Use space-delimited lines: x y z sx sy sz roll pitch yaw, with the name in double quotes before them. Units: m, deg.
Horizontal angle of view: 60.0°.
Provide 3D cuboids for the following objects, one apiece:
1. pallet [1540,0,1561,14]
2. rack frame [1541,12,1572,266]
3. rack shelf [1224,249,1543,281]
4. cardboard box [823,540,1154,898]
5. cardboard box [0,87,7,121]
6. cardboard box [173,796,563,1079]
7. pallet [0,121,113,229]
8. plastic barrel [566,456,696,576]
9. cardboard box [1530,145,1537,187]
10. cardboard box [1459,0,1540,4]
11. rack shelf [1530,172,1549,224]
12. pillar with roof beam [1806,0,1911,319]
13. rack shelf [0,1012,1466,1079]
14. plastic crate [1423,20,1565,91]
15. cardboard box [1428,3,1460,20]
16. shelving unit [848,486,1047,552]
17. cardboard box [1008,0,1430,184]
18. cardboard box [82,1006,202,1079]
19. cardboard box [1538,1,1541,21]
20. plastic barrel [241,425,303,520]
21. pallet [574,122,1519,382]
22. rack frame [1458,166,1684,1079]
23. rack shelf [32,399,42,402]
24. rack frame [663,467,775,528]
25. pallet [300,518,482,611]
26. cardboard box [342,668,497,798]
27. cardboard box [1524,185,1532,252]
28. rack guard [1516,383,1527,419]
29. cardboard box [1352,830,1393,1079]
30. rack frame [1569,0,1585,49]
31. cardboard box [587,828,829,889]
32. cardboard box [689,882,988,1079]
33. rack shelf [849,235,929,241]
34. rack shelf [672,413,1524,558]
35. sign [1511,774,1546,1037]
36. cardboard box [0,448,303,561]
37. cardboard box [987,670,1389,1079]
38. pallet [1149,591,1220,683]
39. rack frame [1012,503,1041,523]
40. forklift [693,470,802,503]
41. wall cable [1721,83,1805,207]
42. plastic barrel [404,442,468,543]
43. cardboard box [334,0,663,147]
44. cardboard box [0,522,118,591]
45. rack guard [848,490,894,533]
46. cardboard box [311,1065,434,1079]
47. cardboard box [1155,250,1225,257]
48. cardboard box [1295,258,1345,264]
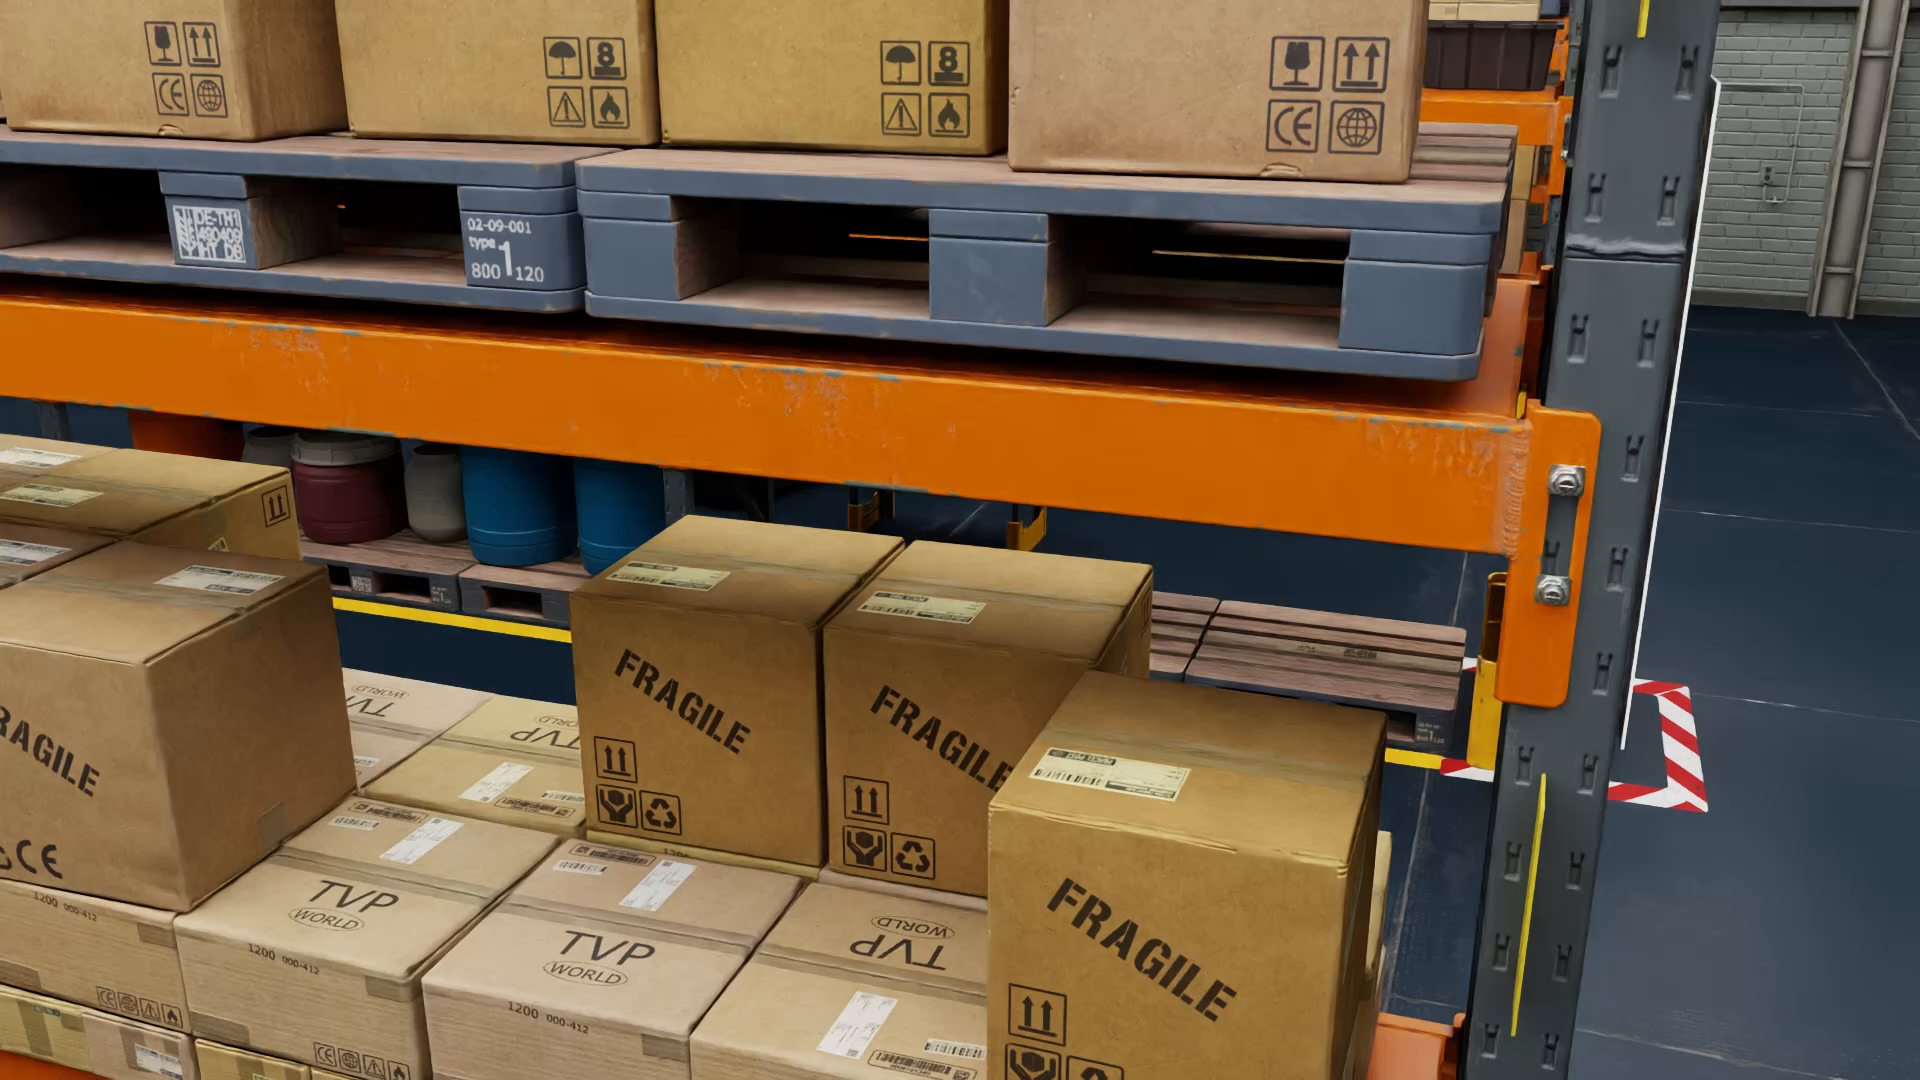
"pallet" 5.077 -5.122 15.791 1.213 0.211 1.003 7 20 18
"rack frame" 4.159 -2.130 11.630 0.127 3.000 1.000 7 20 18
"rack shelf" 2.269 -2.007 12.368 4.000 0.370 1.077 7 20 18
"cardboard box" 0.067 0.336 3.192 0.500 0.500 0.500 6 20 17
"cardboard box" -1.609 -1.066 3.079 0.500 0.500 0.700 8 21 21
"cardboard box" -1.094 0.745 3.157 0.500 0.250 0.500 7 20 18
"pallet" -2.105 -0.765 3.293 1.213 0.211 1.003 7 20 18
"plastic barrel" -1.757 -0.294 8.913 0.708 0.901 0.600 7 20 18
"cardboard box" 3.826 -2.779 11.822 0.500 0.500 0.500 7 20 20
"cardboard box" 3.590 -3.688 11.011 0.500 0.250 0.500 7 20 18
"rack shelf" 3.891 -3.547 16.788 4.000 0.370 1.077 7 20 18
"pillar with roof beam" 7.202 -5.142 11.157 0.400 9.000 9.100 7 20 18
"rack shelf" -0.985 1.073 3.533 4.000 0.370 1.077 7 20 18
"plastic crate" 2.257 -2.073 7.109 0.590 0.269 0.497 7 20 18
"cardboard box" 3.118 -3.507 11.250 0.500 0.250 0.500 7 20 18
"shelving unit" -0.072 -0.716 9.853 1.083 1.500 0.587 7 20 18
"cardboard box" 0.395 -0.799 2.313 0.500 0.500 0.700 5 20 15
"cardboard box" -1.480 0.911 3.286 0.250 0.149 0.380 7 20 19
"cardboard box" 3.757 -3.610 11.547 0.500 0.250 0.500 7 20 18
"plastic barrel" -3.997 -0.397 9.801 0.421 0.512 0.421 0 19 0
"pallet" 0.200 -0.502 2.536 1.213 0.211 1.003 7 20 18
"rack frame" 0.904 0.950 2.795 0.127 3.000 1.000 7 20 18
"rack shelf" -6.917 -1.331 10.430 4.000 0.370 1.077 7 20 18
"rack frame" -1.249 -1.023 8.453 0.127 3.000 1.000 7 20 18
"pallet" -3.120 0.067 9.564 1.213 0.211 1.003 7 20 18
"cardboard box" -1.399 0.524 3.791 0.500 0.250 0.500 7 20 19
"cardboard box" 3.826 -2.307 11.986 0.500 0.500 0.500 7 20 19
"rack guard" 4.087 -0.958 12.065 0.348 0.500 1.175 7 20 18
"cardboard box" 0.539 0.744 3.160 0.500 0.250 0.500 6 20 17
"rack frame" 2.530 -3.423 6.226 0.127 3.000 1.000 7 20 18
"cardboard box" -0.427 0.635 3.474 0.500 0.250 0.500 6 20 16
"cardboard box" -0.120 0.855 2.842 0.500 0.250 0.500 6 20 17
"rack shelf" -1.509 -2.439 13.608 4.000 0.370 1.077 7 20 18
"rack shelf" 0.640 -0.467 7.951 4.000 0.370 1.077 7 20 18
"sign" 0.713 0.458 2.086 0.005 0.325 0.100 7 20 18
"cardboard box" -1.880 0.116 3.824 0.500 0.500 0.500 7 20 19
"cardboard box" 0.358 0.555 2.564 0.500 0.500 0.500 7 20 19
"pallet" 0.615 0.493 8.342 1.213 0.211 1.003 7 20 18
"rack frame" 0.400 -0.663 9.698 0.032 1.500 0.500 7 20 18
"forklift" -2.257 -2.000 11.362 3.031 2.935 1.130 15 24 37
"wall cable" 7.301 -4.306 16.330 1.851 1.984 0.084 7 20 18
"plastic barrel" -2.930 -0.275 9.451 0.421 0.512 0.421 0 19 0
"cardboard box" -0.601 -0.938 2.712 0.500 0.500 0.700 5 20 14
"cardboard box" -2.043 0.281 3.351 0.500 0.500 0.500 7 20 18
"rack guard" -0.542 -0.180 10.213 0.087 0.250 0.587 7 20 18
"cardboard box" -0.984 0.967 3.127 0.250 0.149 0.380 7 20 19
"cardboard box" 1.729 -2.361 12.139 0.500 0.500 0.500 6 20 18
"cardboard box" 2.686 -2.252 11.827 0.500 0.500 0.500 7 20 18
